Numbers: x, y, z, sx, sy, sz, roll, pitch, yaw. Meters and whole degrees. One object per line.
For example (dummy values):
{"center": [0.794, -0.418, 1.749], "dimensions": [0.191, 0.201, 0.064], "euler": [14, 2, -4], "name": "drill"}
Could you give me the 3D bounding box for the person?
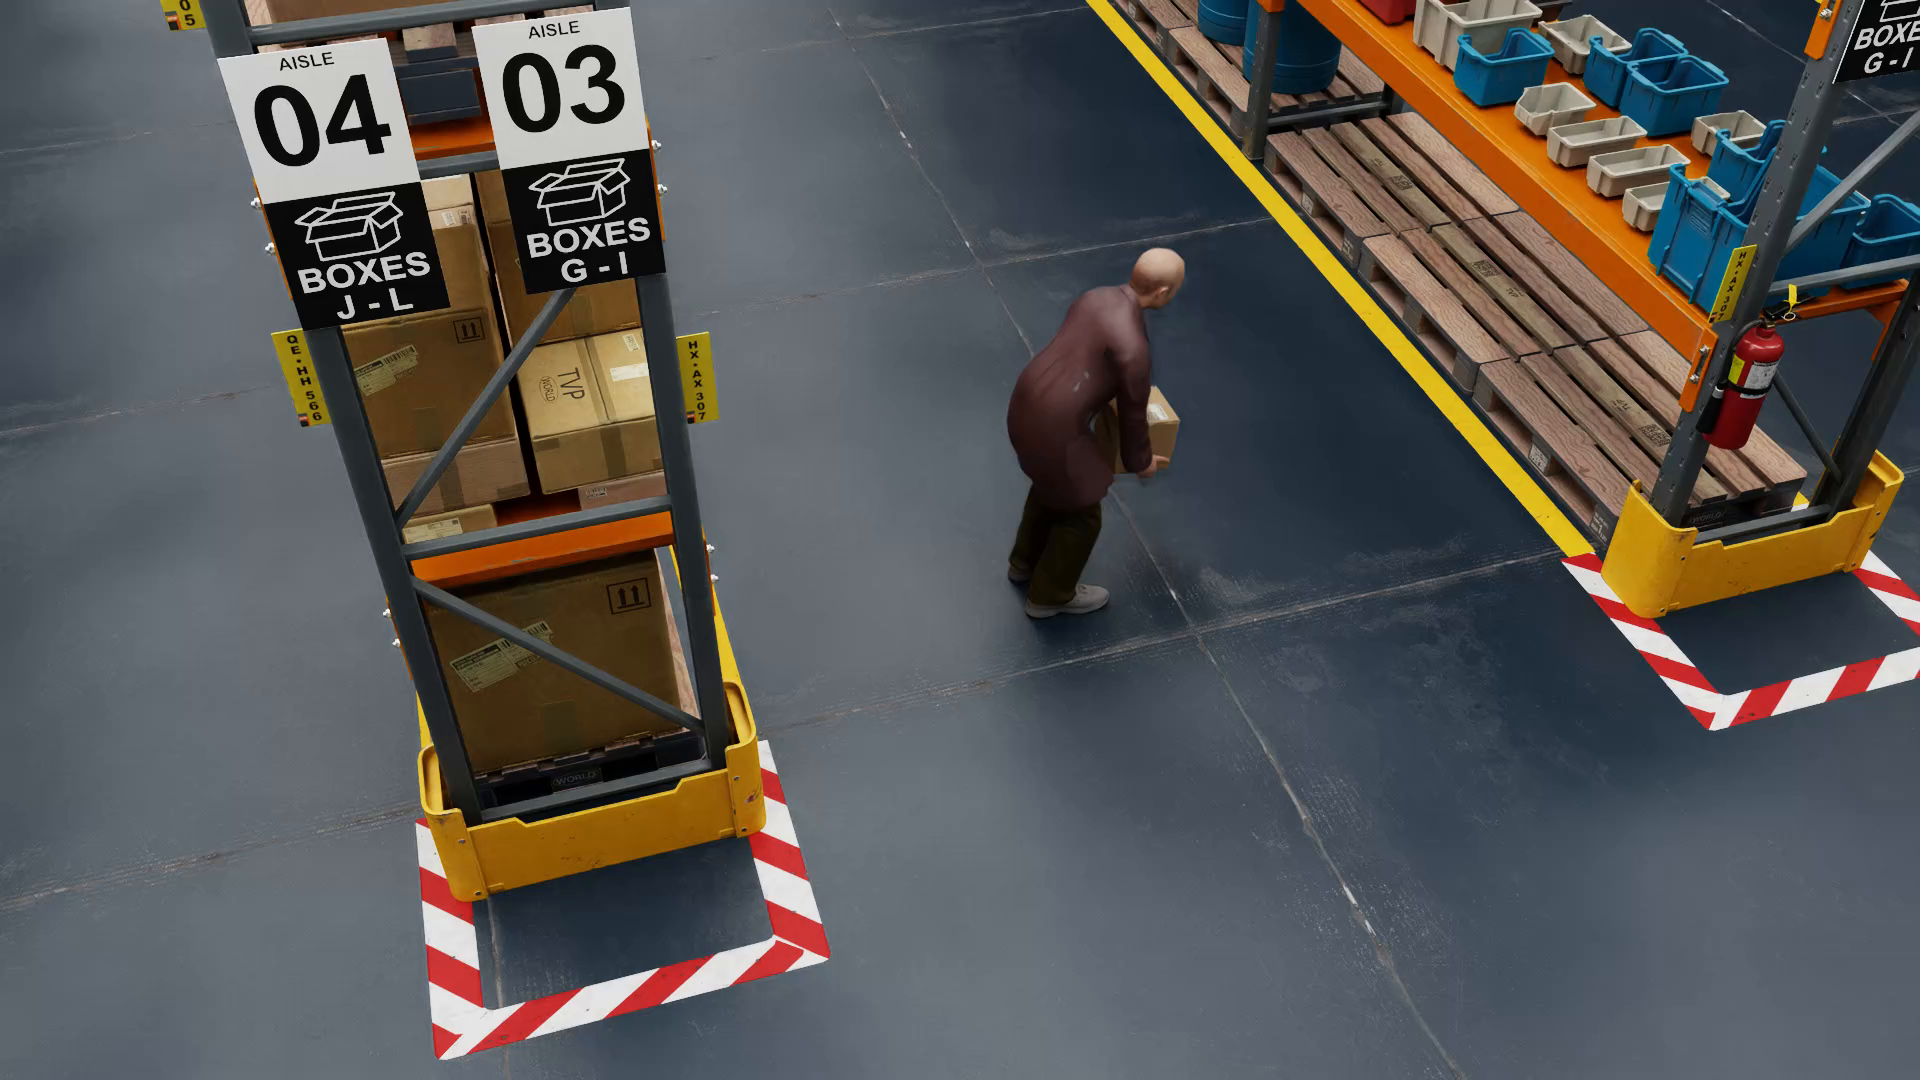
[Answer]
{"center": [0.538, -0.365, 6.815], "dimensions": [0.697, 1.472, 0.543], "euler": [-13, 43, -14], "name": "person"}
